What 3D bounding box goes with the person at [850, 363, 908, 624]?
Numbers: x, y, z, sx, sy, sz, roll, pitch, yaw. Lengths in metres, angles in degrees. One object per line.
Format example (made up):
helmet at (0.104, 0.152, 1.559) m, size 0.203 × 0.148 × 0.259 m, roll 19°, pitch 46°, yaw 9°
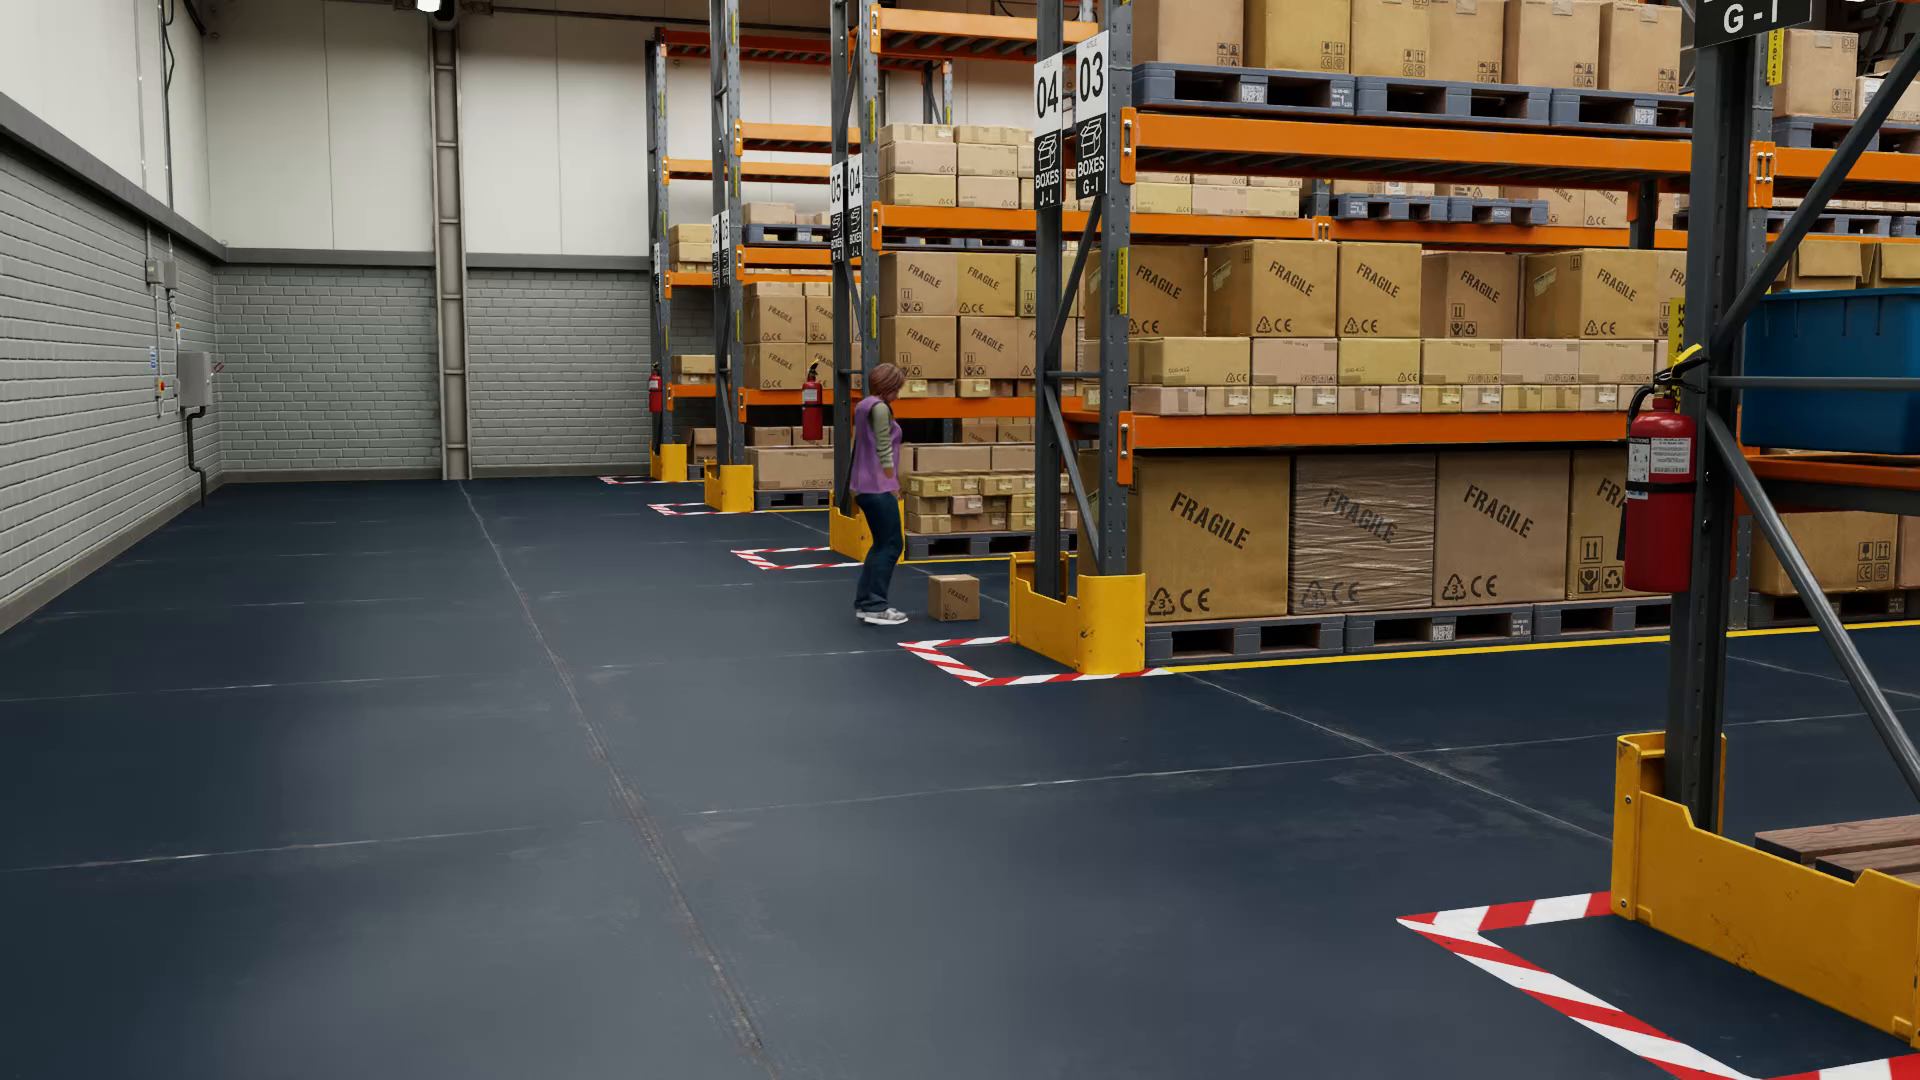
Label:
person at (-0.501, -0.284, 10.122) m, size 0.340 × 1.579 × 0.417 m, roll -2°, pitch 6°, yaw -17°
